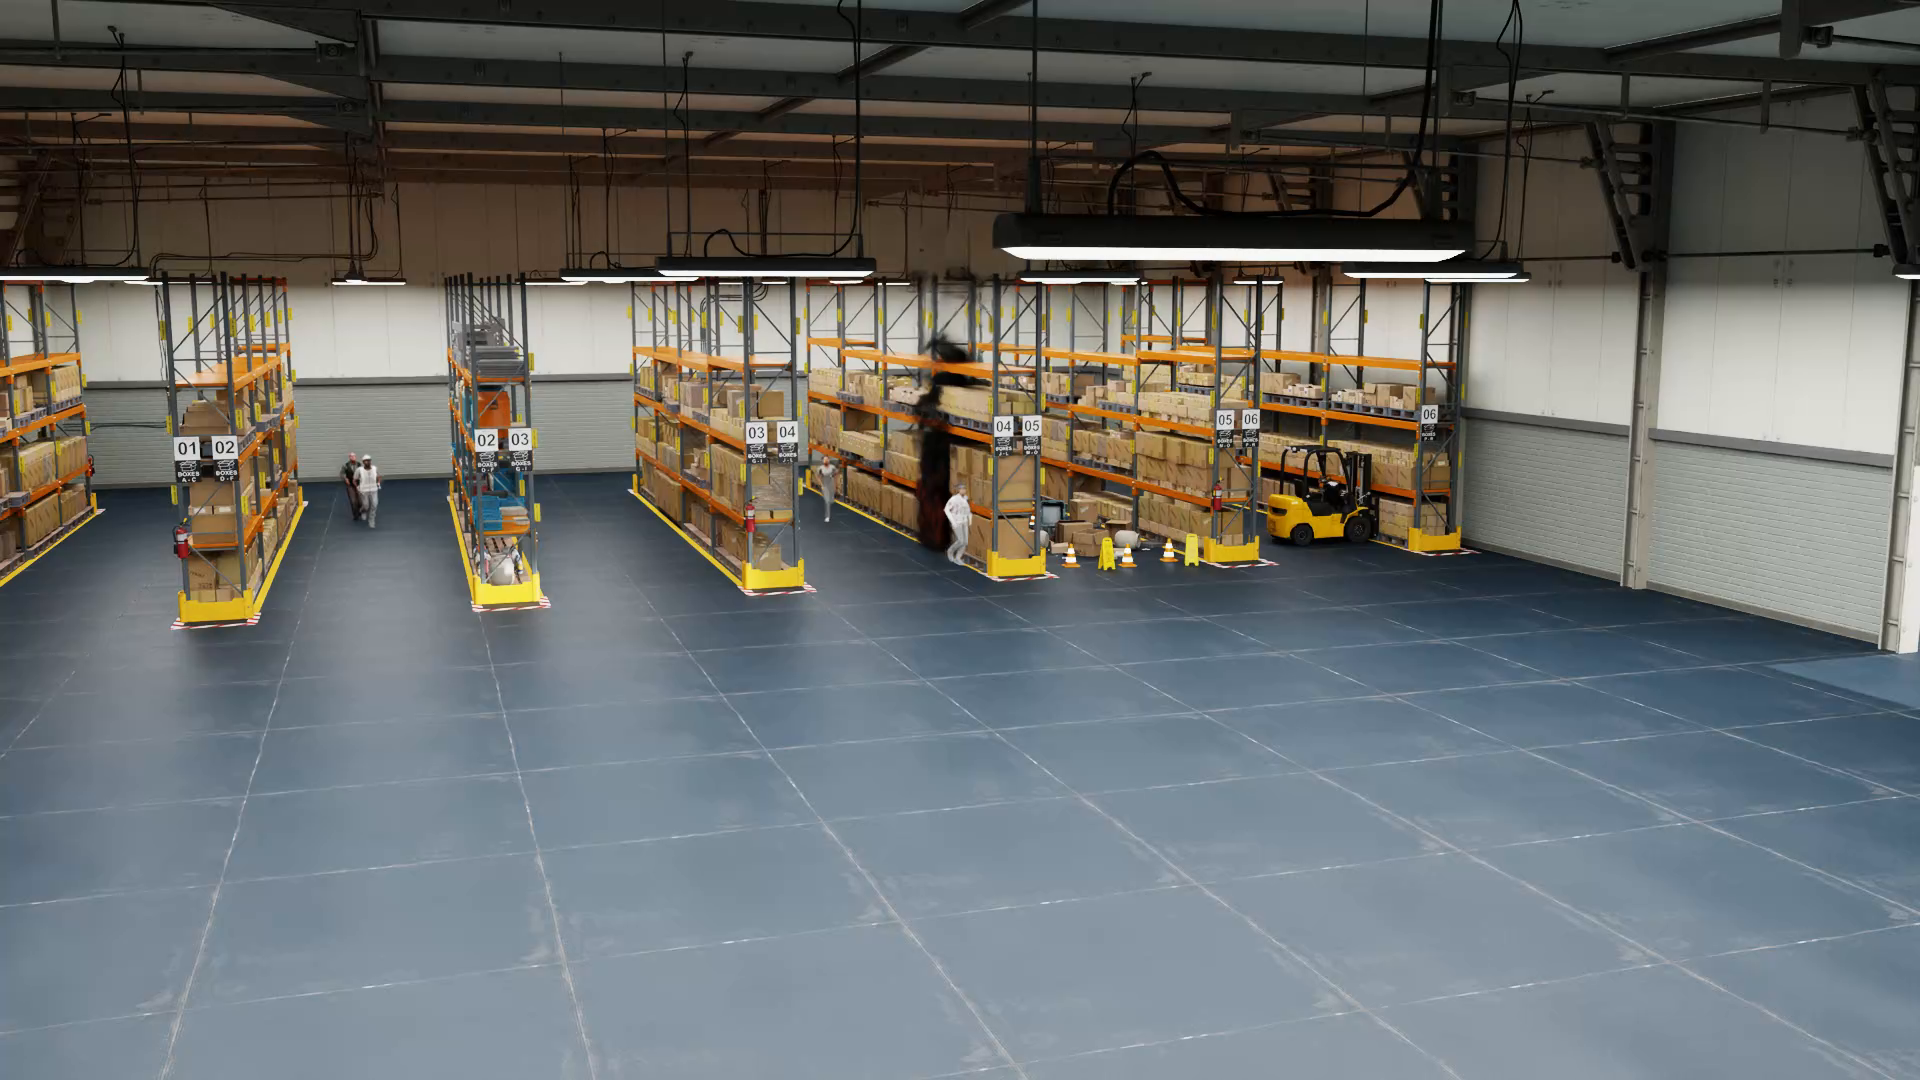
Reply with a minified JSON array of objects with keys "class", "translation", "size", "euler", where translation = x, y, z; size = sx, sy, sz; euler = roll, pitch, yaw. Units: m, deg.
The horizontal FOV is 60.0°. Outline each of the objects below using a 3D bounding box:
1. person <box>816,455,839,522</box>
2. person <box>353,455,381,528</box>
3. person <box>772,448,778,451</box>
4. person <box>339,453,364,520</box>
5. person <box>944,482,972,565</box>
[{"class":"person","translation":[-3.302,-1.305,41.346],"size":[0.572,1.652,0.638],"euler":[-2,9,-12]},{"class":"person","translation":[-14.282,-1.180,40.146],"size":[0.683,1.743,0.688],"euler":[-6,10,-34]},{"class":"person","translation":[-5.394,-2.440,48.392],"size":[0.700,1.715,0.635],"euler":[5,10,28]},{"class":"person","translation":[-15.014,-1.322,41.220],"size":[0.662,1.683,0.568],"euler":[-4,9,-22]},{"class":"person","translation":[-0.012,-0.337,32.948],"size":[0.651,1.665,0.473],"euler":[-8,12,-42]}]
